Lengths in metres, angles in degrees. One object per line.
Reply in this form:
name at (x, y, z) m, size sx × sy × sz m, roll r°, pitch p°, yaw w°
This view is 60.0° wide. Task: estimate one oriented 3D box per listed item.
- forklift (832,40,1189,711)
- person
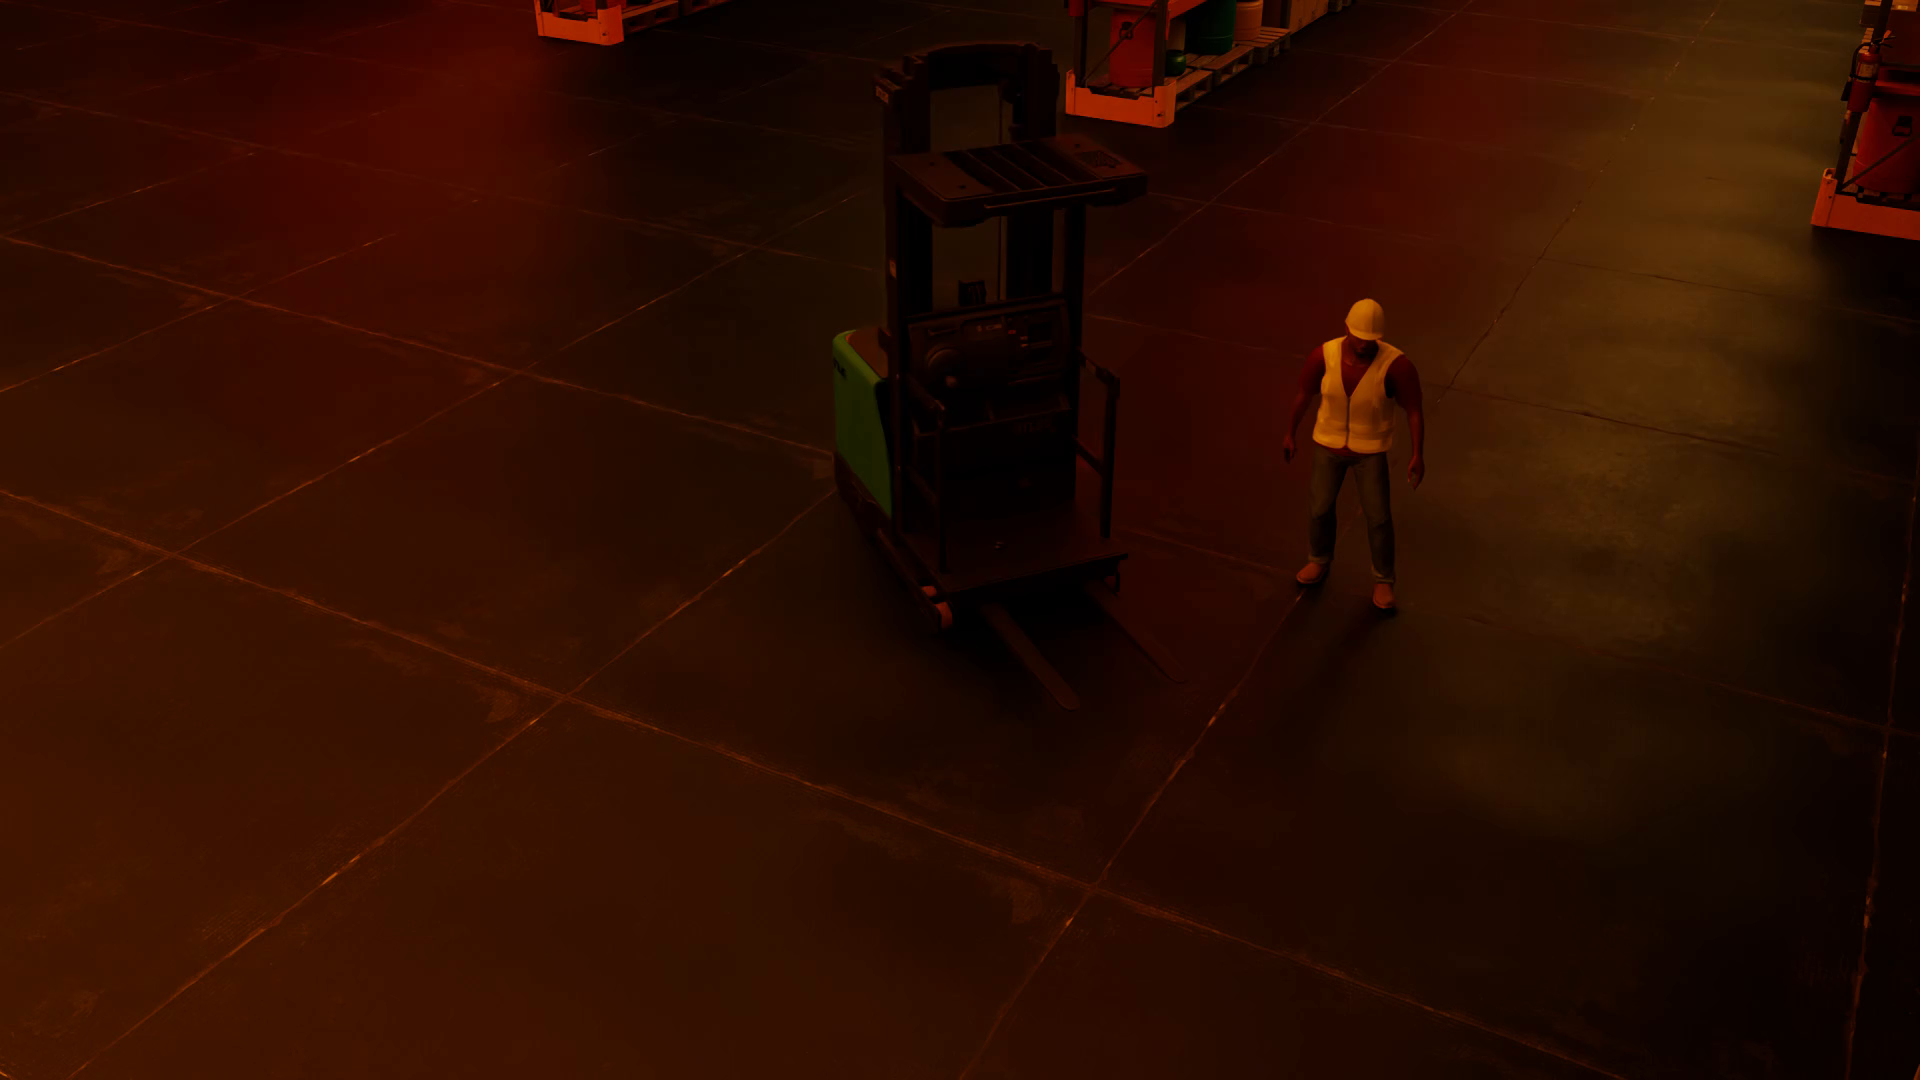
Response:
forklift at (0.251, -1.005, 8.813) m, size 1.130 × 2.935 × 3.031 m, roll -12°, pitch 32°, yaw -20°
person at (2.155, -0.505, 9.136) m, size 0.807 × 1.745 × 0.413 m, roll 12°, pitch 32°, yaw 21°
